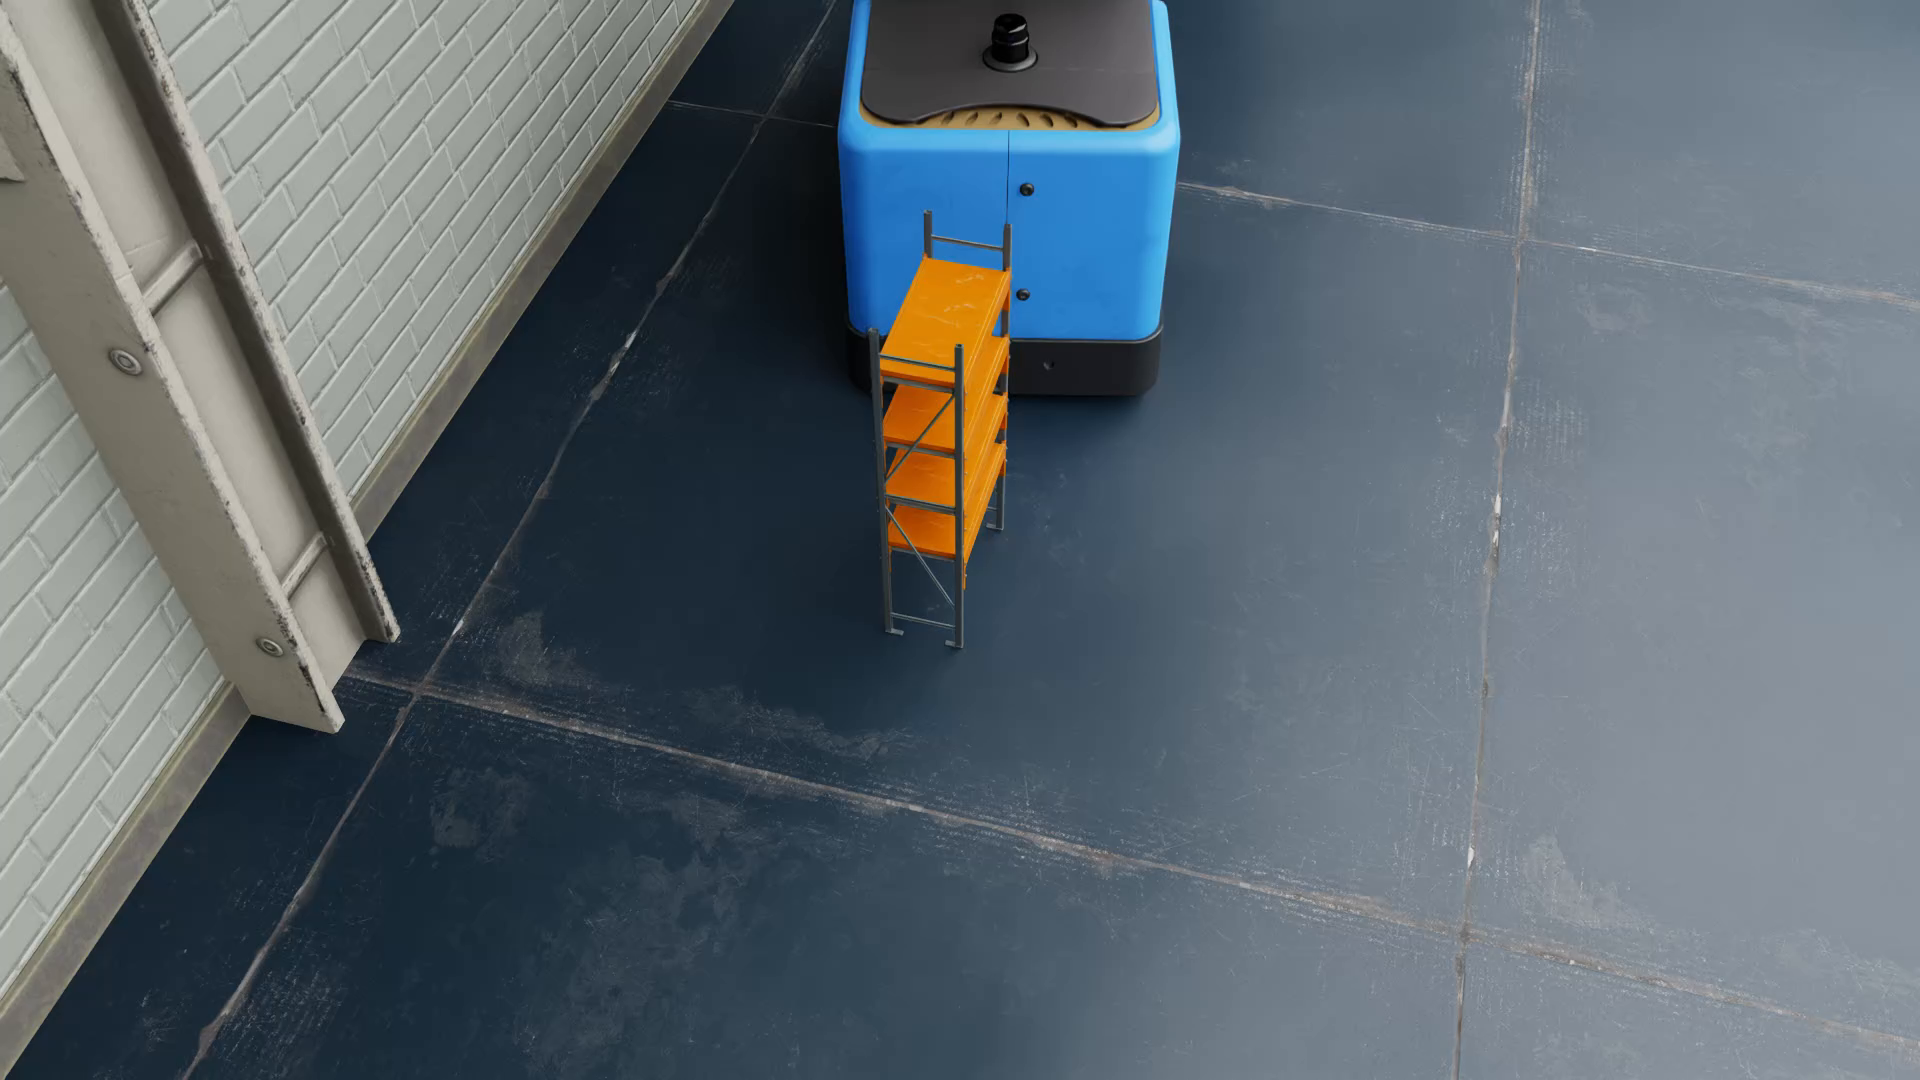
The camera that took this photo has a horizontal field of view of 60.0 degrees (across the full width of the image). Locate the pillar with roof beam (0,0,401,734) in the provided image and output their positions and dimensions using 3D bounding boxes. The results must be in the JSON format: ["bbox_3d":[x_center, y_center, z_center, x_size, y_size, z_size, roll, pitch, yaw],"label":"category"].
[{"bbox_3d":[2.270,-1.747,0.790,9.100,9.000,0.400,12,50,10],"label":"pillar with roof beam"}]

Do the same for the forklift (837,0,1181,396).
[{"bbox_3d":[0.180,-2.547,5.543,1.130,2.935,3.031,1,49,1],"label":"forklift"}]

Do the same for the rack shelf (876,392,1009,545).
[{"bbox_3d":[-0.044,-0.233,4.745,0.258,0.148,0.480,12,50,10],"label":"rack shelf"}]

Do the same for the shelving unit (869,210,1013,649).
[{"bbox_3d":[-0.044,-0.277,4.694,0.258,1.200,0.503,12,50,10],"label":"shelving unit"}]

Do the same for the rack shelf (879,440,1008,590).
[{"bbox_3d":[-0.044,-0.101,4.894,0.258,0.148,0.480,12,50,10],"label":"rack shelf"}]

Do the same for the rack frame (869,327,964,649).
[{"bbox_3d":[-0.108,-0.101,4.539,0.240,1.200,0.015,12,50,10],"label":"rack frame"}]

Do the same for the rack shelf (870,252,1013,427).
[{"bbox_3d":[-0.044,-0.537,4.400,0.258,0.148,0.480,12,50,10],"label":"rack shelf"}]

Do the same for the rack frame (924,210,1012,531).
[{"bbox_3d":[0.021,-0.454,4.850,0.240,1.200,0.015,12,50,10],"label":"rack frame"}]

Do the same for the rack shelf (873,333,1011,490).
[{"bbox_3d":[-0.044,-0.381,4.577,0.258,0.148,0.480,12,50,10],"label":"rack shelf"}]
